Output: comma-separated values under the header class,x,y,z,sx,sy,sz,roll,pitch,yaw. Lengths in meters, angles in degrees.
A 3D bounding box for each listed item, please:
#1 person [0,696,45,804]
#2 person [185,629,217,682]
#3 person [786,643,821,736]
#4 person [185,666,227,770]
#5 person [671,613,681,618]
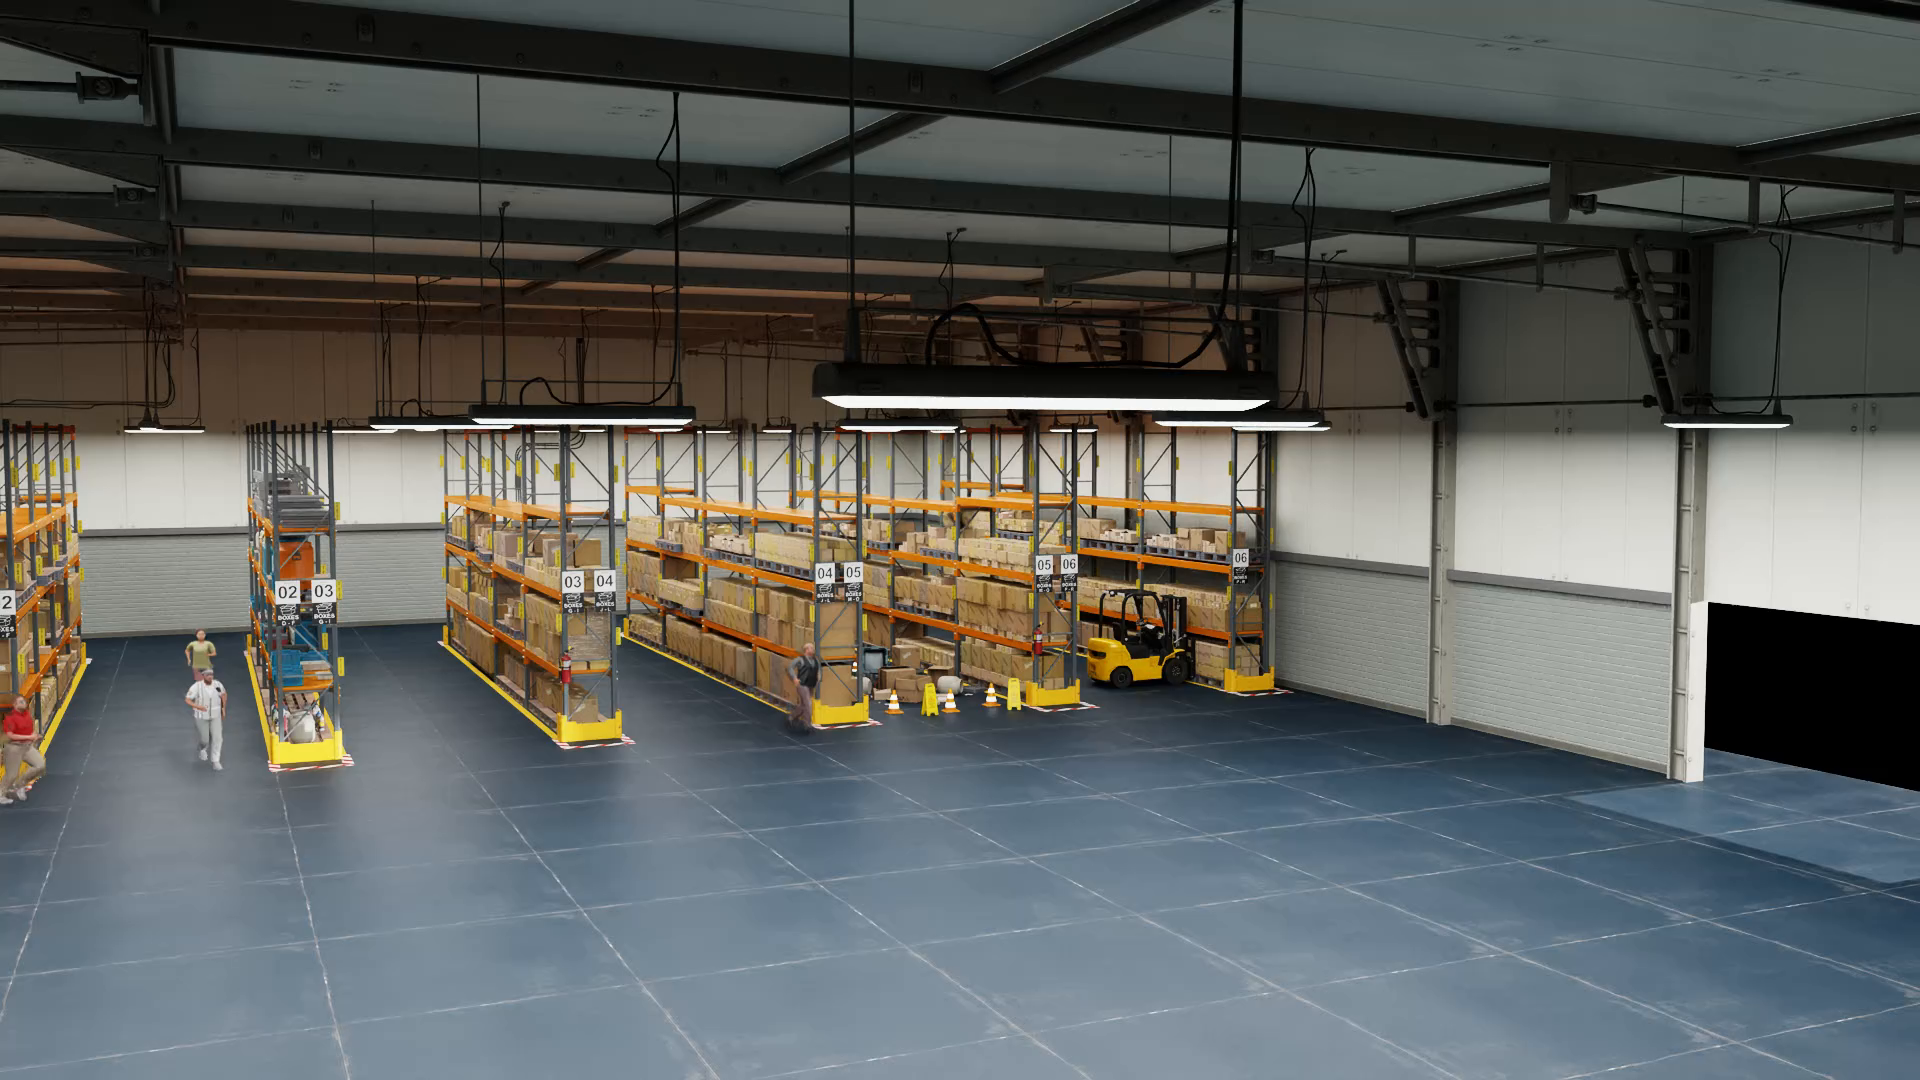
class,x,y,z,sx,sy,sz,roll,pitch,yaw
person,-14.587,3.247,25.850,0.823,1.681,0.685,1,4,9
person,-15.881,2.685,34.837,0.574,1.655,0.959,-2,4,-30
person,-2.963,2.862,32.173,0.828,1.728,0.655,3,4,36
person,-13.020,3.059,28.785,0.701,1.787,0.852,-3,4,-37
person,-8.332,1.901,48.969,0.576,1.526,0.580,2,4,24
